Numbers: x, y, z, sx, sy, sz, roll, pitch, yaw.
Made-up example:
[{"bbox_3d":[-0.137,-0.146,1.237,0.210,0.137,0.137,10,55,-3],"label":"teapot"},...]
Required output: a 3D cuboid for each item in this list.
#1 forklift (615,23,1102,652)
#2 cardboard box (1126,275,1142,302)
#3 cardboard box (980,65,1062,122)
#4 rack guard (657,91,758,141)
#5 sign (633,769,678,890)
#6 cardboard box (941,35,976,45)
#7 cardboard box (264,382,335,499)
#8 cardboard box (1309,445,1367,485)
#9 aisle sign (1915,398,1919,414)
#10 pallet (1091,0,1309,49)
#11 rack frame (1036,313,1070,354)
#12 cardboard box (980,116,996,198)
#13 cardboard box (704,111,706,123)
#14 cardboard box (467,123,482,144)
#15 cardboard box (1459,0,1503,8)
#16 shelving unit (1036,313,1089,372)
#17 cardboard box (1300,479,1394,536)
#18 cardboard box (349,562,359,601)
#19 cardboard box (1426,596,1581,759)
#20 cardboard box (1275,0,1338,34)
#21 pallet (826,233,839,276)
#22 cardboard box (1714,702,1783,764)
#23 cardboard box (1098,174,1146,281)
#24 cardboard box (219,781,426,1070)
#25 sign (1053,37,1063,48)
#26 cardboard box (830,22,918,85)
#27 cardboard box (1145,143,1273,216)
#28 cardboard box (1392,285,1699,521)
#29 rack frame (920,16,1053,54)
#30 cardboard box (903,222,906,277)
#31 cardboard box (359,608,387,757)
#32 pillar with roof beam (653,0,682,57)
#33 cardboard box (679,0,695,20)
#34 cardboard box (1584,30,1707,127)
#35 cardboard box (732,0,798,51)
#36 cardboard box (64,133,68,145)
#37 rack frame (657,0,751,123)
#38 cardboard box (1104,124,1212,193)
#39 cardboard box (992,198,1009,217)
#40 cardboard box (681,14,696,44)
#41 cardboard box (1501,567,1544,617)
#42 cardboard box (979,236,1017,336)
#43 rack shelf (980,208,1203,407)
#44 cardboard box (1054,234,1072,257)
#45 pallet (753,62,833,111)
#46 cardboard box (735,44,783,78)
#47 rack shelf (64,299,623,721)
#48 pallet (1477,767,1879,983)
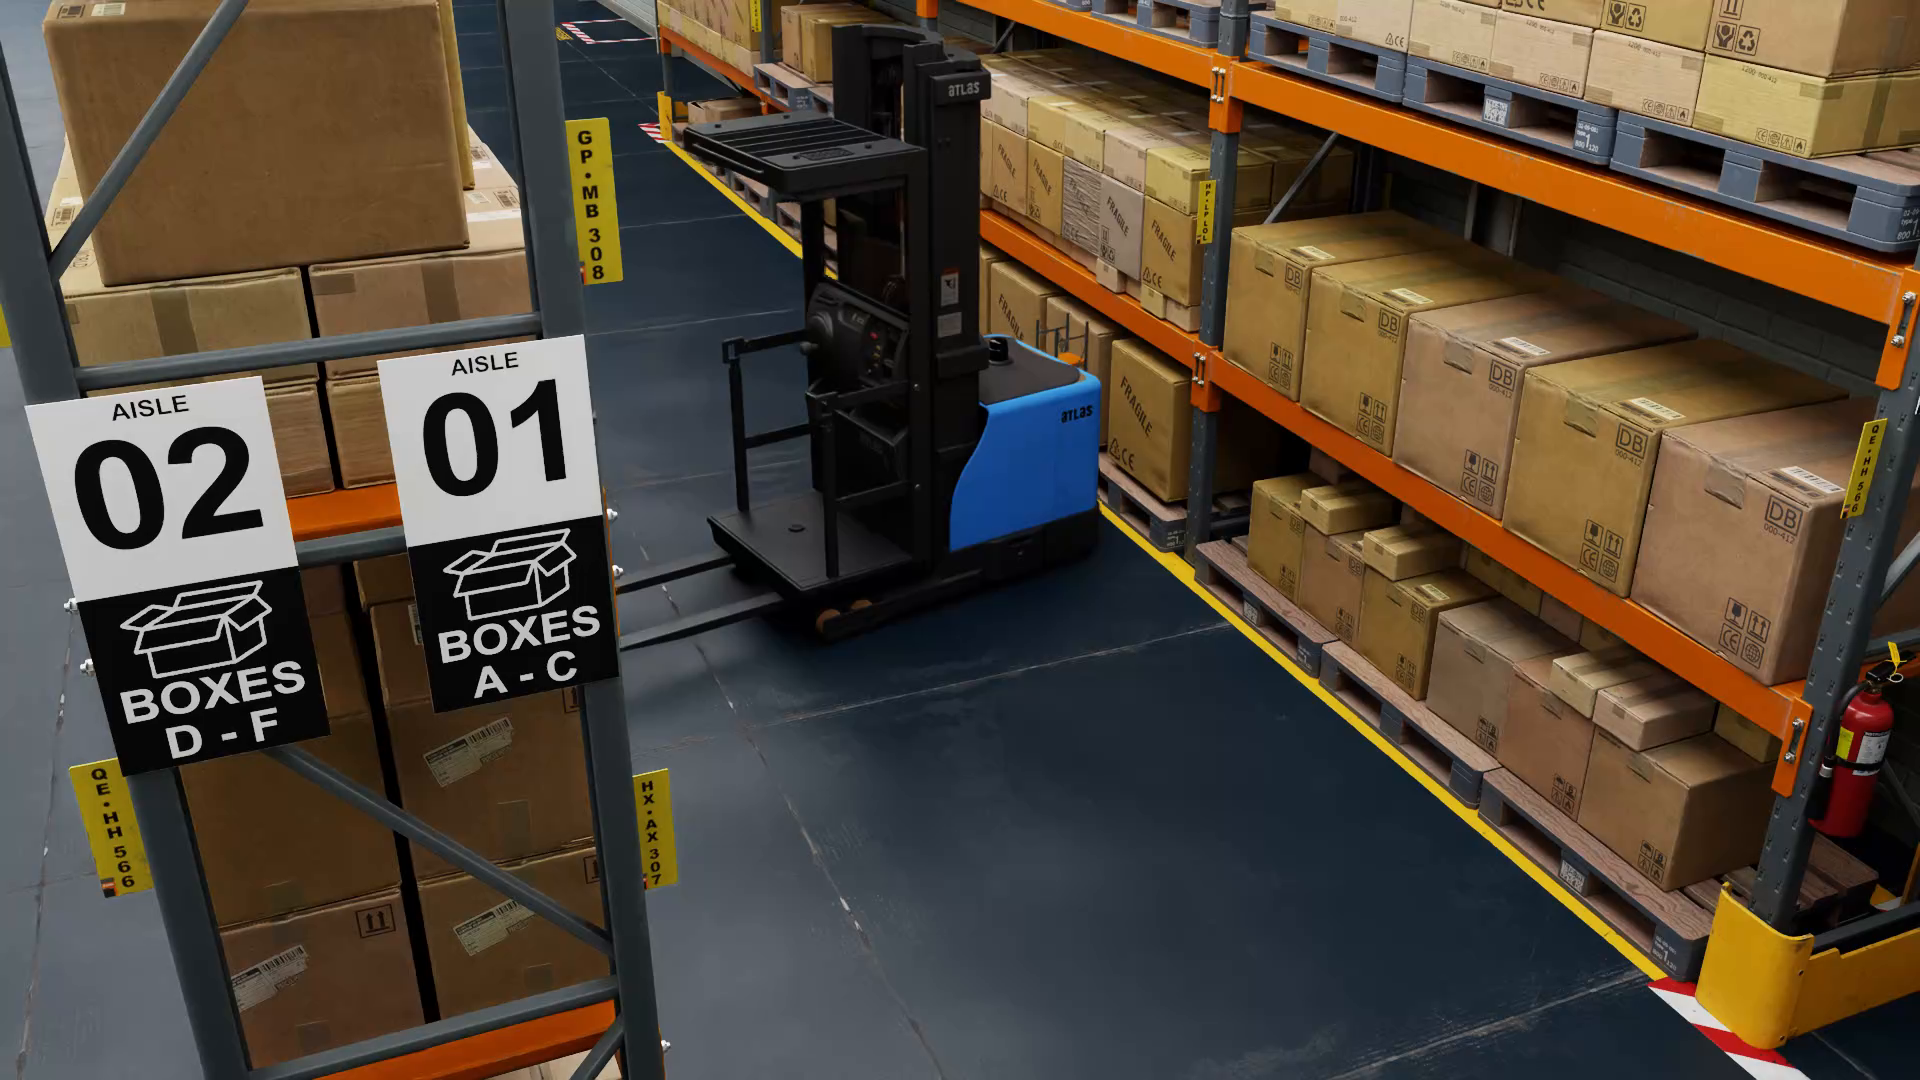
[{"bbox_3d":[-0.712,-1.051,8.561,3.031,2.935,1.130,-17,31,-30],"label":"forklift"},{"bbox_3d":[1.190,-1.491,9.648,0.380,0.149,0.250,-10,28,-19],"label":"cardboard box"},{"bbox_3d":[0.349,-2.992,11.128,0.500,0.250,0.500,-11,28,-21],"label":"cardboard box"},{"bbox_3d":[-2.906,-4.987,19.395,1.175,0.500,0.348,-11,28,-21],"label":"rack guard"},{"bbox_3d":[-0.727,0.689,3.934,0.100,0.325,0.005,-11,28,-21],"label":"sign"},{"bbox_3d":[-0.105,-3.707,12.569,0.380,0.149,0.250,-16,30,-29],"label":"cardboard box"},{"bbox_3d":[-1.670,-0.272,3.640,0.500,0.250,0.500,-11,28,-21],"label":"cardboard box"},{"bbox_3d":[2.088,-0.427,8.836,0.380,0.149,0.250,-11,28,-21],"label":"cardboard box"},{"bbox_3d":[3.082,-0.769,4.944,0.394,0.787,0.004,-11,28,-21],"label":"aisle sign"},{"bbox_3d":[1.359,-2.920,9.111,0.805,0.209,1.217,-12,28,-23],"label":"pallet"},{"bbox_3d":[0.541,-0.763,9.944,0.240,1.200,0.006,-16,30,-30],"label":"rack frame"},{"bbox_3d":[0.348,-2.646,11.275,0.500,0.500,0.500,-10,28,-19],"label":"cardboard box"},{"bbox_3d":[-2.525,-4.606,18.327,0.500,0.311,0.500,-8,27,-16],"label":"cardboard box"},{"bbox_3d":[-1.579,-0.990,4.542,0.500,0.250,0.500,-11,28,-21],"label":"cardboard box"},{"bbox_3d":[2.190,-2.407,6.566,0.500,0.500,0.500,-10,28,-20],"label":"cardboard box"},{"bbox_3d":[0.592,-0.729,9.876,0.258,1.200,0.189,-16,30,-30],"label":"shelving unit"},{"bbox_3d":[1.928,-0.164,8.299,0.380,0.149,0.250,-10,28,-19],"label":"cardboard box"},{"bbox_3d":[-1.761,-0.165,5.416,0.500,0.500,0.500,-11,28,-21],"label":"cardboard box"},{"bbox_3d":[2.570,0.582,7.509,0.700,0.500,0.500,-12,28,-22],"label":"cardboard box"},{"bbox_3d":[1.791,-2.487,7.583,0.500,0.250,0.500,-11,28,-21],"label":"cardboard box"},{"bbox_3d":[-0.582,-2.466,14.560,1.003,0.211,1.213,-11,28,-21],"label":"pallet"},{"bbox_3d":[3.197,0.712,6.504,0.380,0.149,0.250,-10,28,-20],"label":"cardboard box"},{"bbox_3d":[1.142,-1.832,9.607,0.500,0.500,0.500,-10,28,-20],"label":"cardboard box"},{"bbox_3d":[-1.653,0.992,4.186,0.500,0.500,0.500,-10,28,-19],"label":"cardboard box"},{"bbox_3d":[0.706,-3.528,12.238,0.100,0.325,0.005,-11,28,-21],"label":"sign"},{"bbox_3d":[-0.703,-4.070,14.052,0.700,0.500,0.500,-7,27,-14],"label":"cardboard box"},{"bbox_3d":[1.345,-1.966,9.027,0.500,0.250,0.500,-10,28,-19],"label":"cardboard box"},{"bbox_3d":[2.536,-0.622,7.263,0.980,0.700,0.700,-12,28,-23],"label":"cardboard box"},{"bbox_3d":[0.197,-2.911,12.294,1.000,3.000,0.127,-11,28,-21],"label":"rack frame"},{"bbox_3d":[-0.133,-2.268,13.323,0.700,0.500,0.500,-10,28,-20],"label":"cardboard box"},{"bbox_3d":[-1.559,0.491,5.212,0.500,0.500,0.500,-11,28,-21],"label":"cardboard box"},{"bbox_3d":[-8.177,-10.385,20.764,9.100,9.000,0.400,-11,28,-21],"label":"pillar with roof beam"},{"bbox_3d":[-2.645,-5.764,17.431,0.500,0.500,0.500,-12,28,-22],"label":"cardboard box"},{"bbox_3d":[2.594,-1.656,5.882,0.500,0.250,0.500,-12,28,-23],"label":"cardboard box"},{"bbox_3d":[-1.839,-4.943,15.748,0.500,0.500,0.500,-11,28,-21],"label":"cardboard box"},{"bbox_3d":[-2.253,-1.103,4.773,0.500,0.250,0.500,-11,28,-21],"label":"cardboard box"},{"bbox_3d":[-2.936,-6.141,18.909,1.000,3.000,0.127,-11,28,-21],"label":"rack frame"},{"bbox_3d":[1.154,-2.174,9.453,0.500,0.250,0.500,-10,28,-19],"label":"cardboard box"},{"bbox_3d":[0.442,-2.329,11.366,0.380,0.149,0.250,-11,28,-21],"label":"cardboard box"},{"bbox_3d":[-2.627,-5.417,17.575,0.500,0.250,0.500,-11,28,-21],"label":"cardboard box"},{"bbox_3d":[2.699,0.200,7.552,0.380,0.149,0.250,-10,28,-20],"label":"cardboard box"},{"bbox_3d":[0.364,-1.815,12.020,0.750,0.750,0.750,-11,28,-21],"label":"cardboard box"},{"bbox_3d":[0.980,-1.781,10.798,1.077,0.370,4.000,-11,28,-21],"label":"rack shelf"},{"bbox_3d":[0.820,-1.910,10.507,0.380,0.149,0.250,-10,28,-19],"label":"cardboard box"},{"bbox_3d":[-1.204,-4.107,14.961,1.003,0.211,1.213,-11,28,-21],"label":"pallet"},{"bbox_3d":[-1.834,-4.607,15.915,0.500,0.250,0.500,-11,28,-20],"label":"cardboard box"},{"bbox_3d":[-2.010,-0.661,5.087,1.077,0.370,4.000,-11,28,-21],"label":"rack shelf"},{"bbox_3d":[2.945,1.262,6.925,1.003,0.211,1.213,-11,28,-21],"label":"pallet"}]
